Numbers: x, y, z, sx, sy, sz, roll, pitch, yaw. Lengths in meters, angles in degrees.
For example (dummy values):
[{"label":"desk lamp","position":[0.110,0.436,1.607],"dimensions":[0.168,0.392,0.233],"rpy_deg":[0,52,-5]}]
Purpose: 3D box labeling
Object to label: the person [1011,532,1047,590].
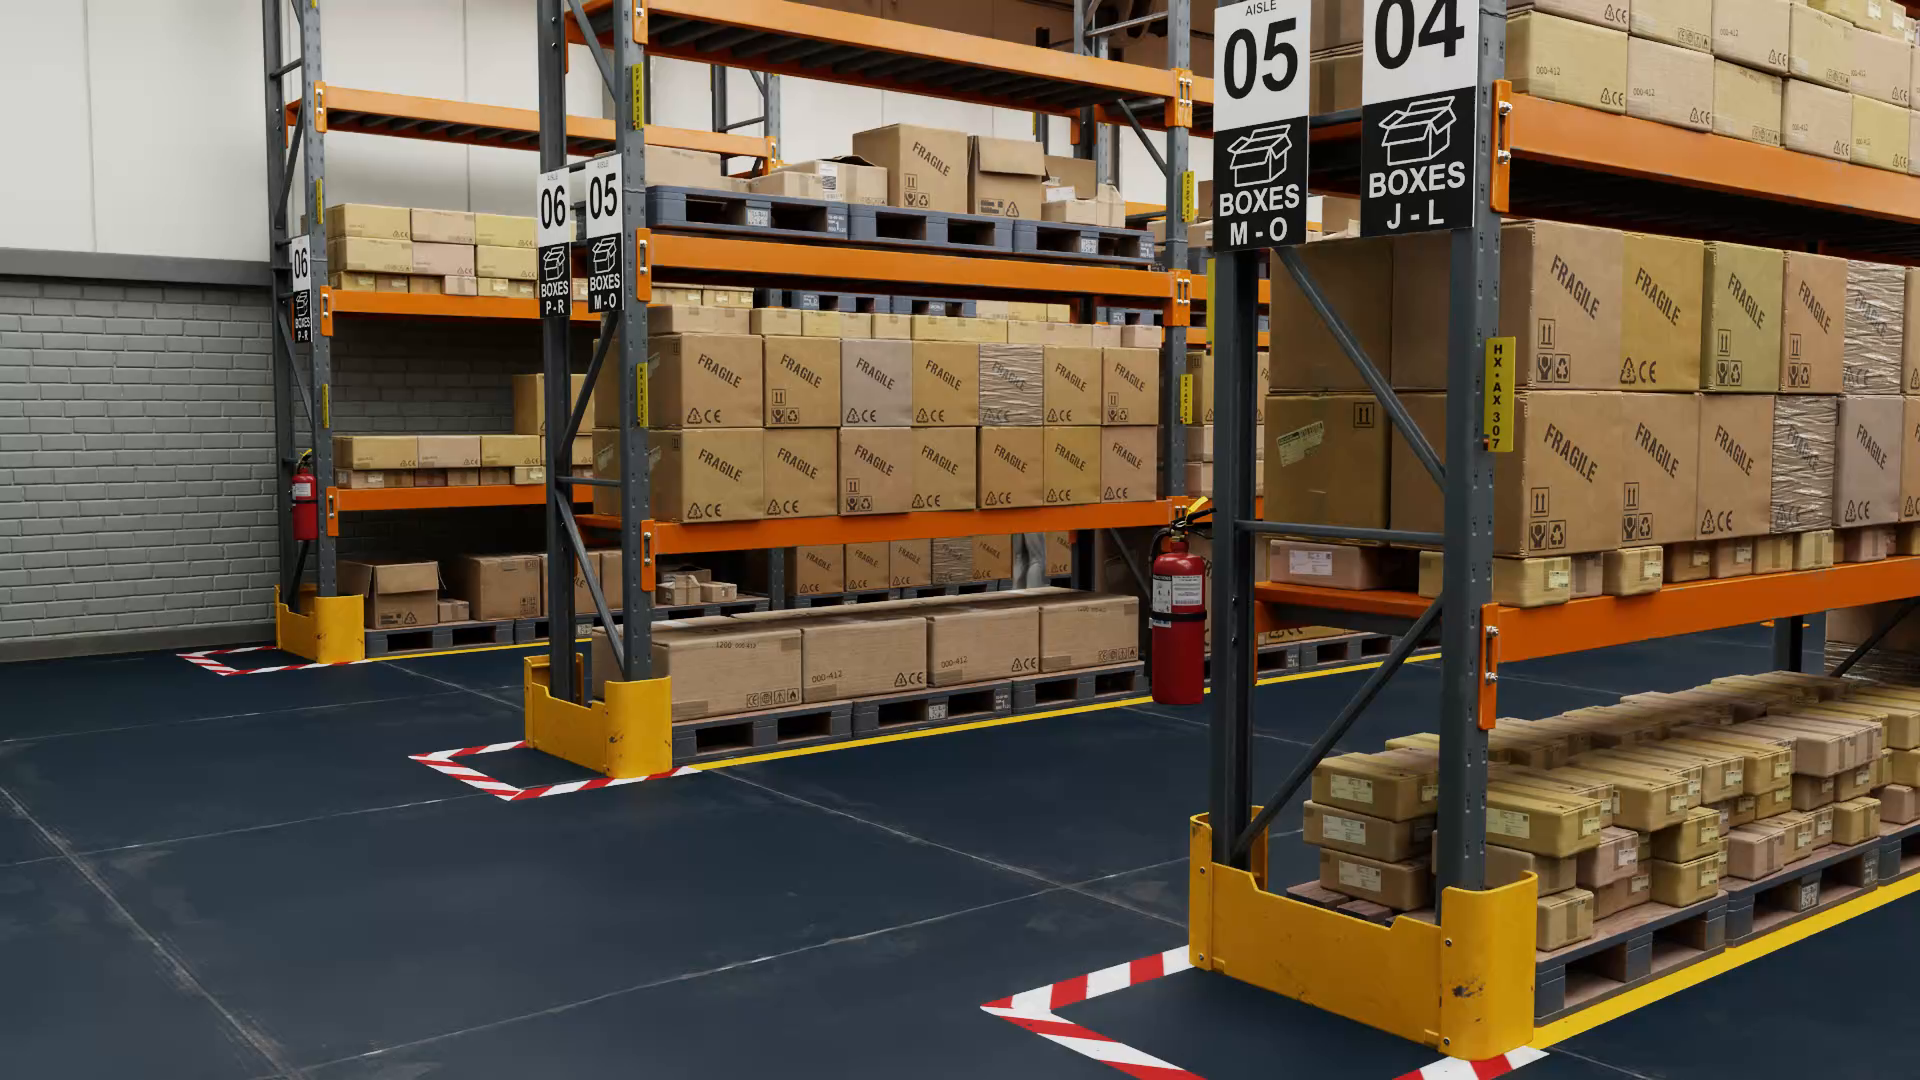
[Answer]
[{"label":"person","position":[0.680,-0.138,15.636],"dimensions":[0.537,1.654,0.439],"rpy_deg":[-4,6,-40]}]
